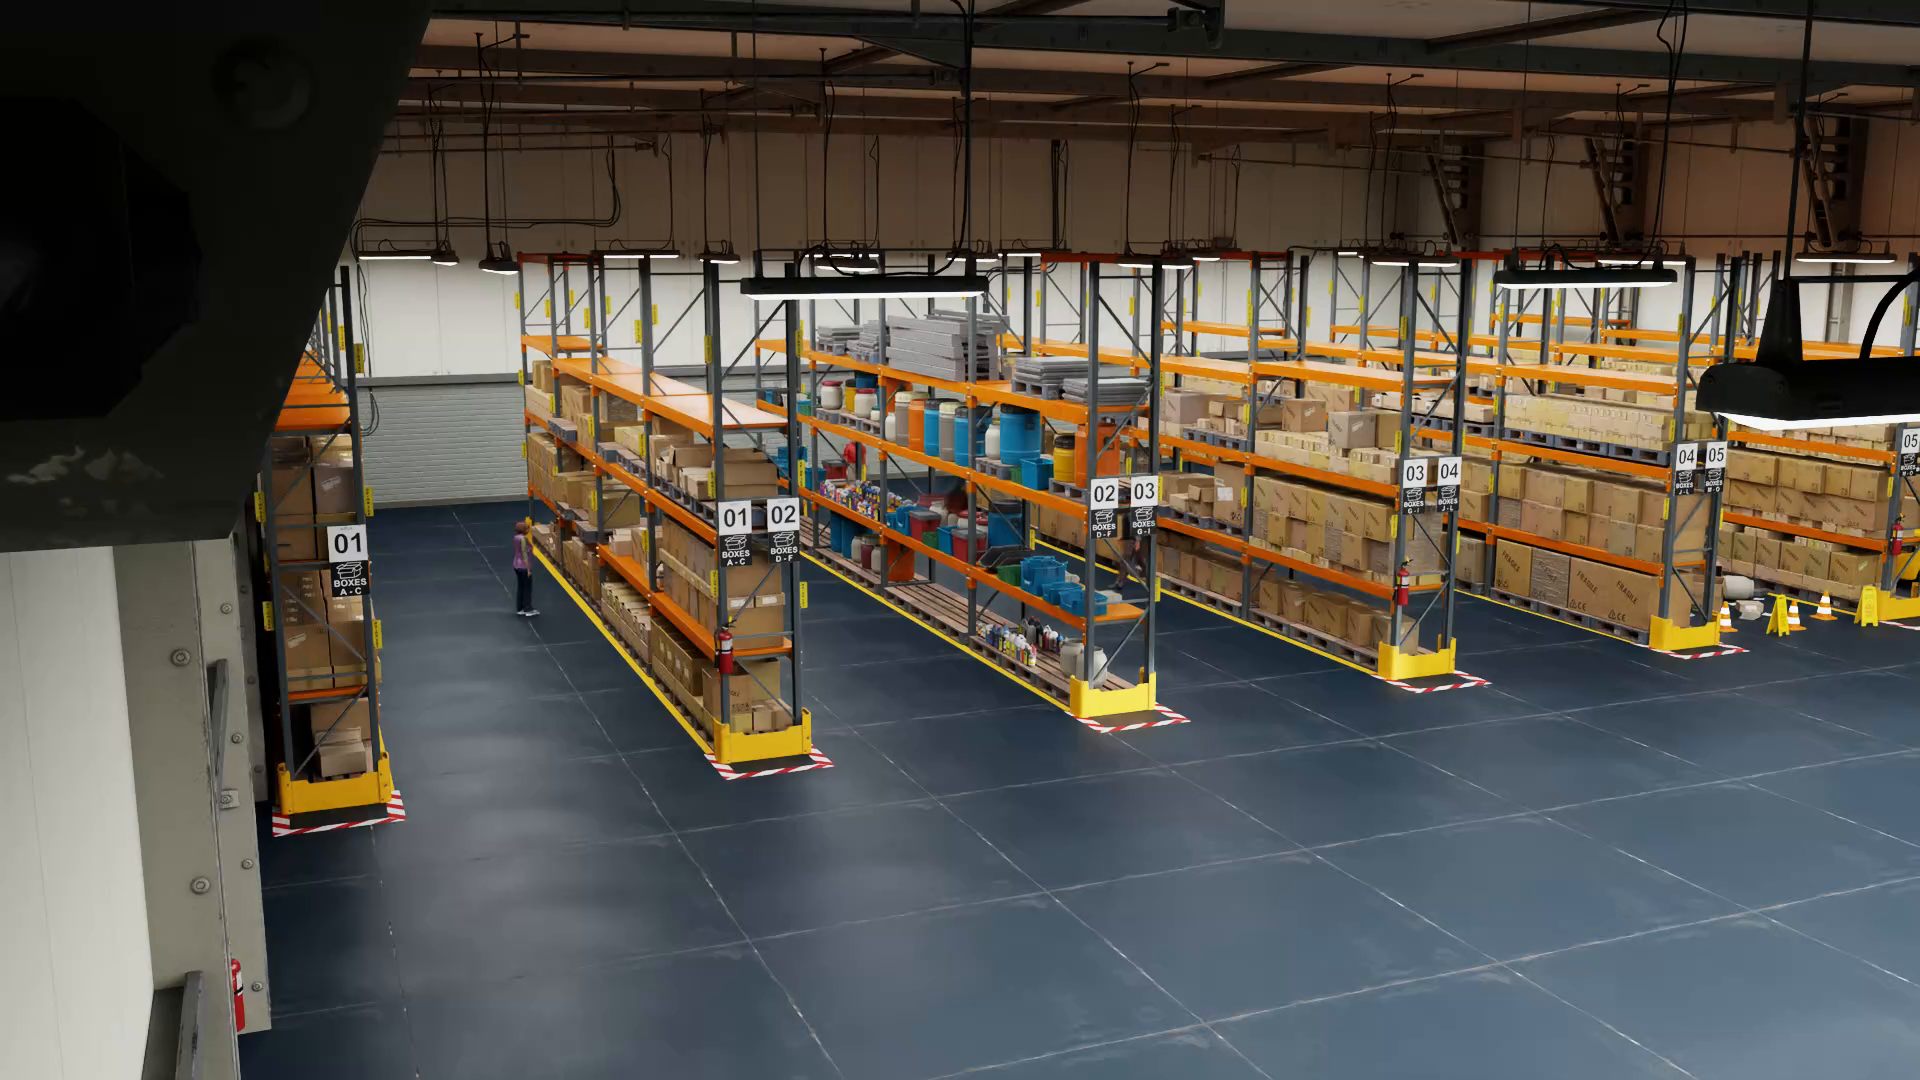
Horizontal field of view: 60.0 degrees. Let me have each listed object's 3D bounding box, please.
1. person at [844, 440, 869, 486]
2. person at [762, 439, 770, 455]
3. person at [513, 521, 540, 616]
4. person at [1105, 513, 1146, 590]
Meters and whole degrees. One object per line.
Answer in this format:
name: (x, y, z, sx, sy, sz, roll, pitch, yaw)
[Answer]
person: (-2.469, -1.688, 39.467, 0.498, 1.732, 0.551, 8, 13, 37)
person: (-4.578, -1.525, 38.613, 0.453, 1.673, 0.467, 4, 11, 20)
person: (-7.303, 0.473, 27.938, 0.366, 1.599, 0.476, -7, 13, -35)
person: (2.957, -0.012, 28.763, 0.882, 1.695, 0.658, 0, 10, 0)
